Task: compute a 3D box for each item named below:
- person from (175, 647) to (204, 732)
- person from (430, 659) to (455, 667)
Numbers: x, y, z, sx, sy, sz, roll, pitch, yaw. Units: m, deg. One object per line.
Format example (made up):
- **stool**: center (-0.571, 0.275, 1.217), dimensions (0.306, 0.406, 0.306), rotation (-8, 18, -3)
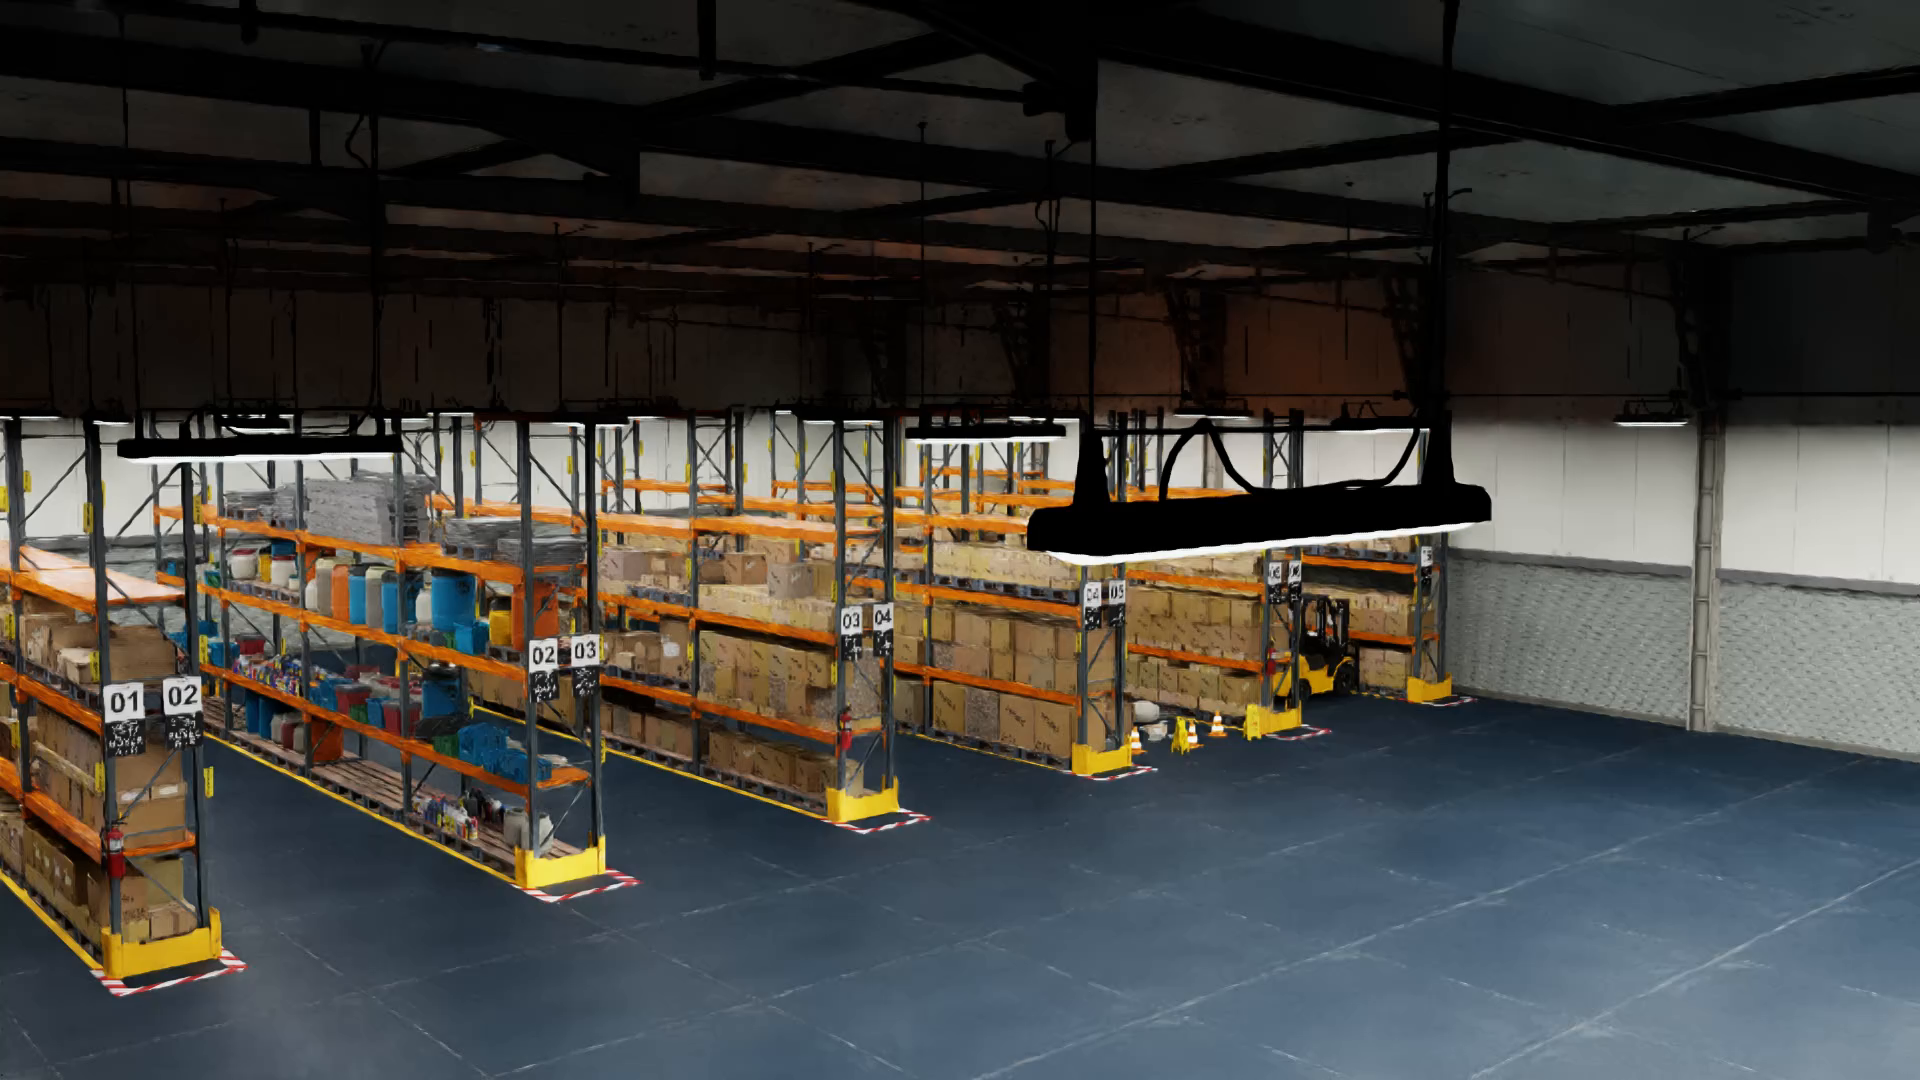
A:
- **person**: center (-14.313, 2.802, 30.656), dimensions (0.578, 1.684, 0.917), rotation (-1, 5, -9)
- **person**: center (-9.369, 2.813, 30.218), dimensions (0.563, 1.707, 1.127), rotation (-5, 7, -43)
